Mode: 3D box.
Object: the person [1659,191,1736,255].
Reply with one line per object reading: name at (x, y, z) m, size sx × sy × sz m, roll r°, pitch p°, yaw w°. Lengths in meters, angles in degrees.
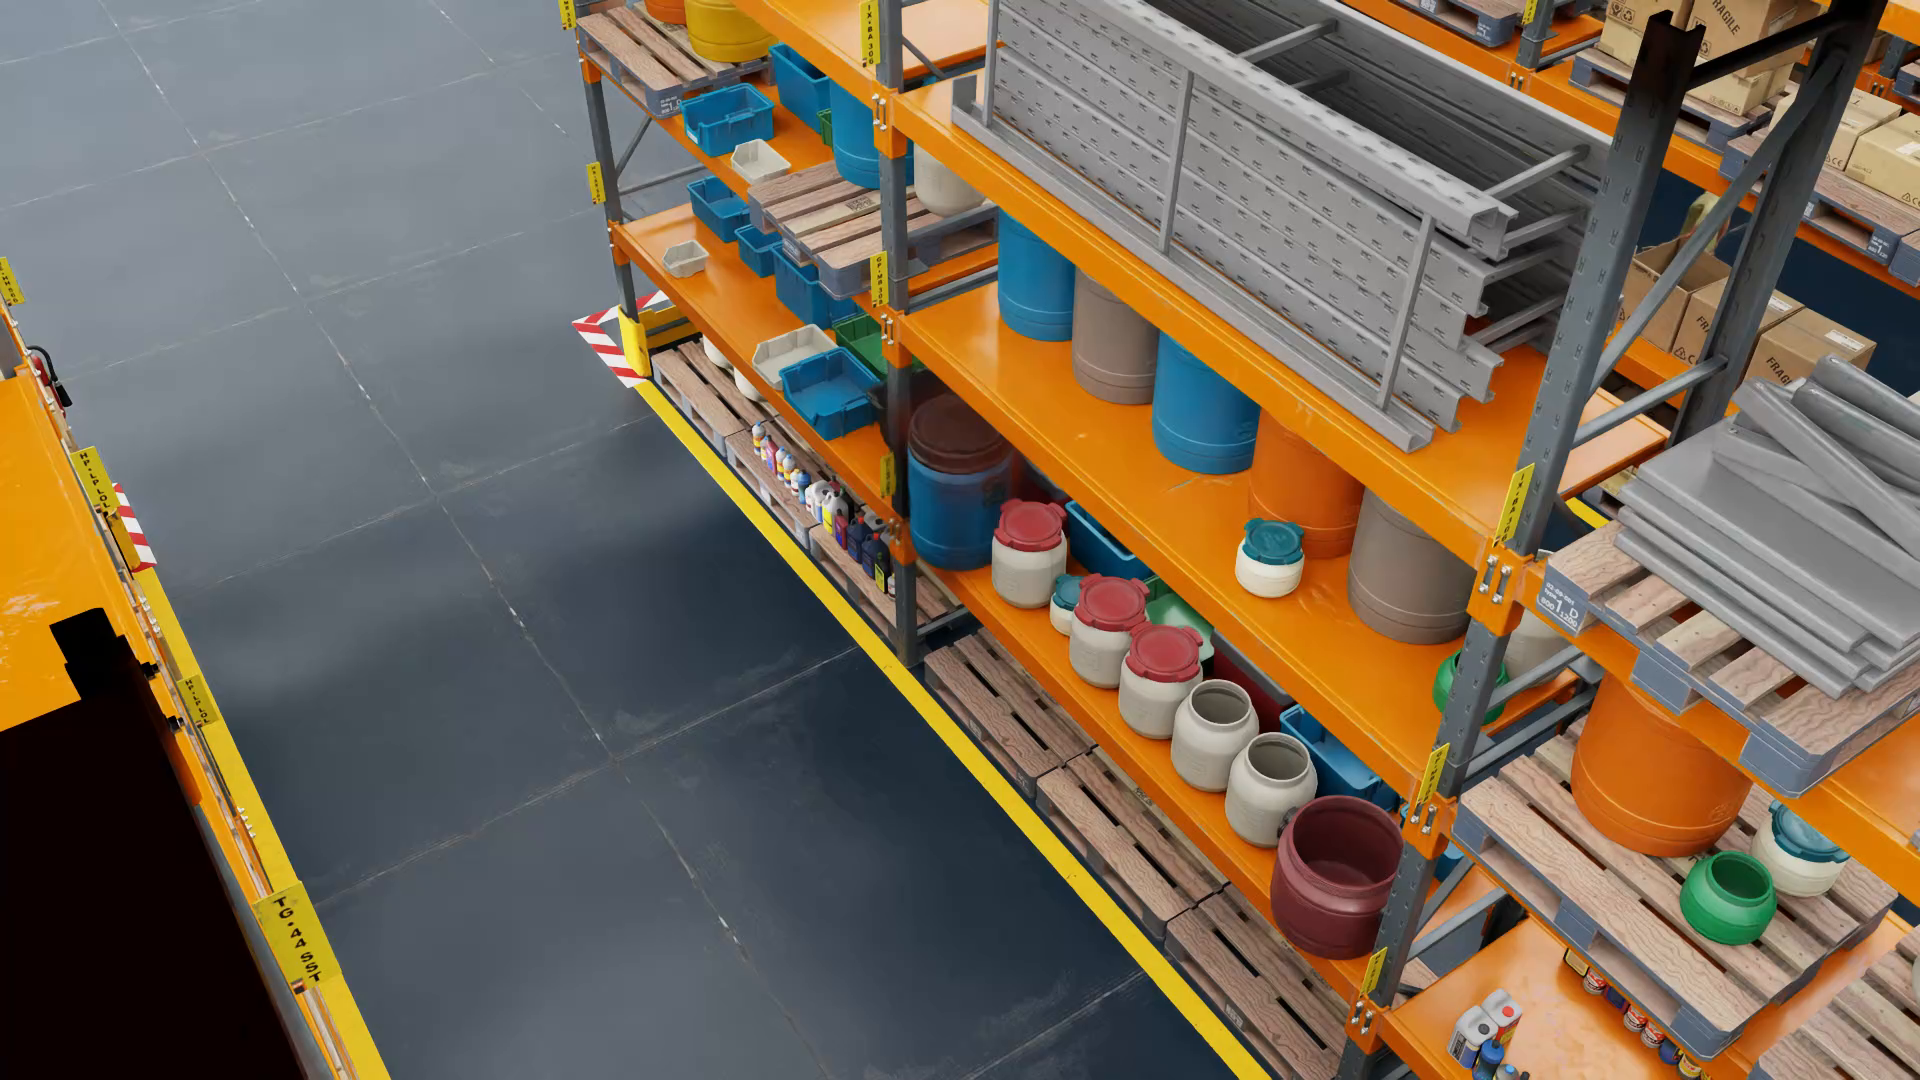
person at (5.632, -2.324, 13.081) m, size 0.745 × 1.669 × 0.471 m, roll 32°, pitch 51°, yaw 30°
